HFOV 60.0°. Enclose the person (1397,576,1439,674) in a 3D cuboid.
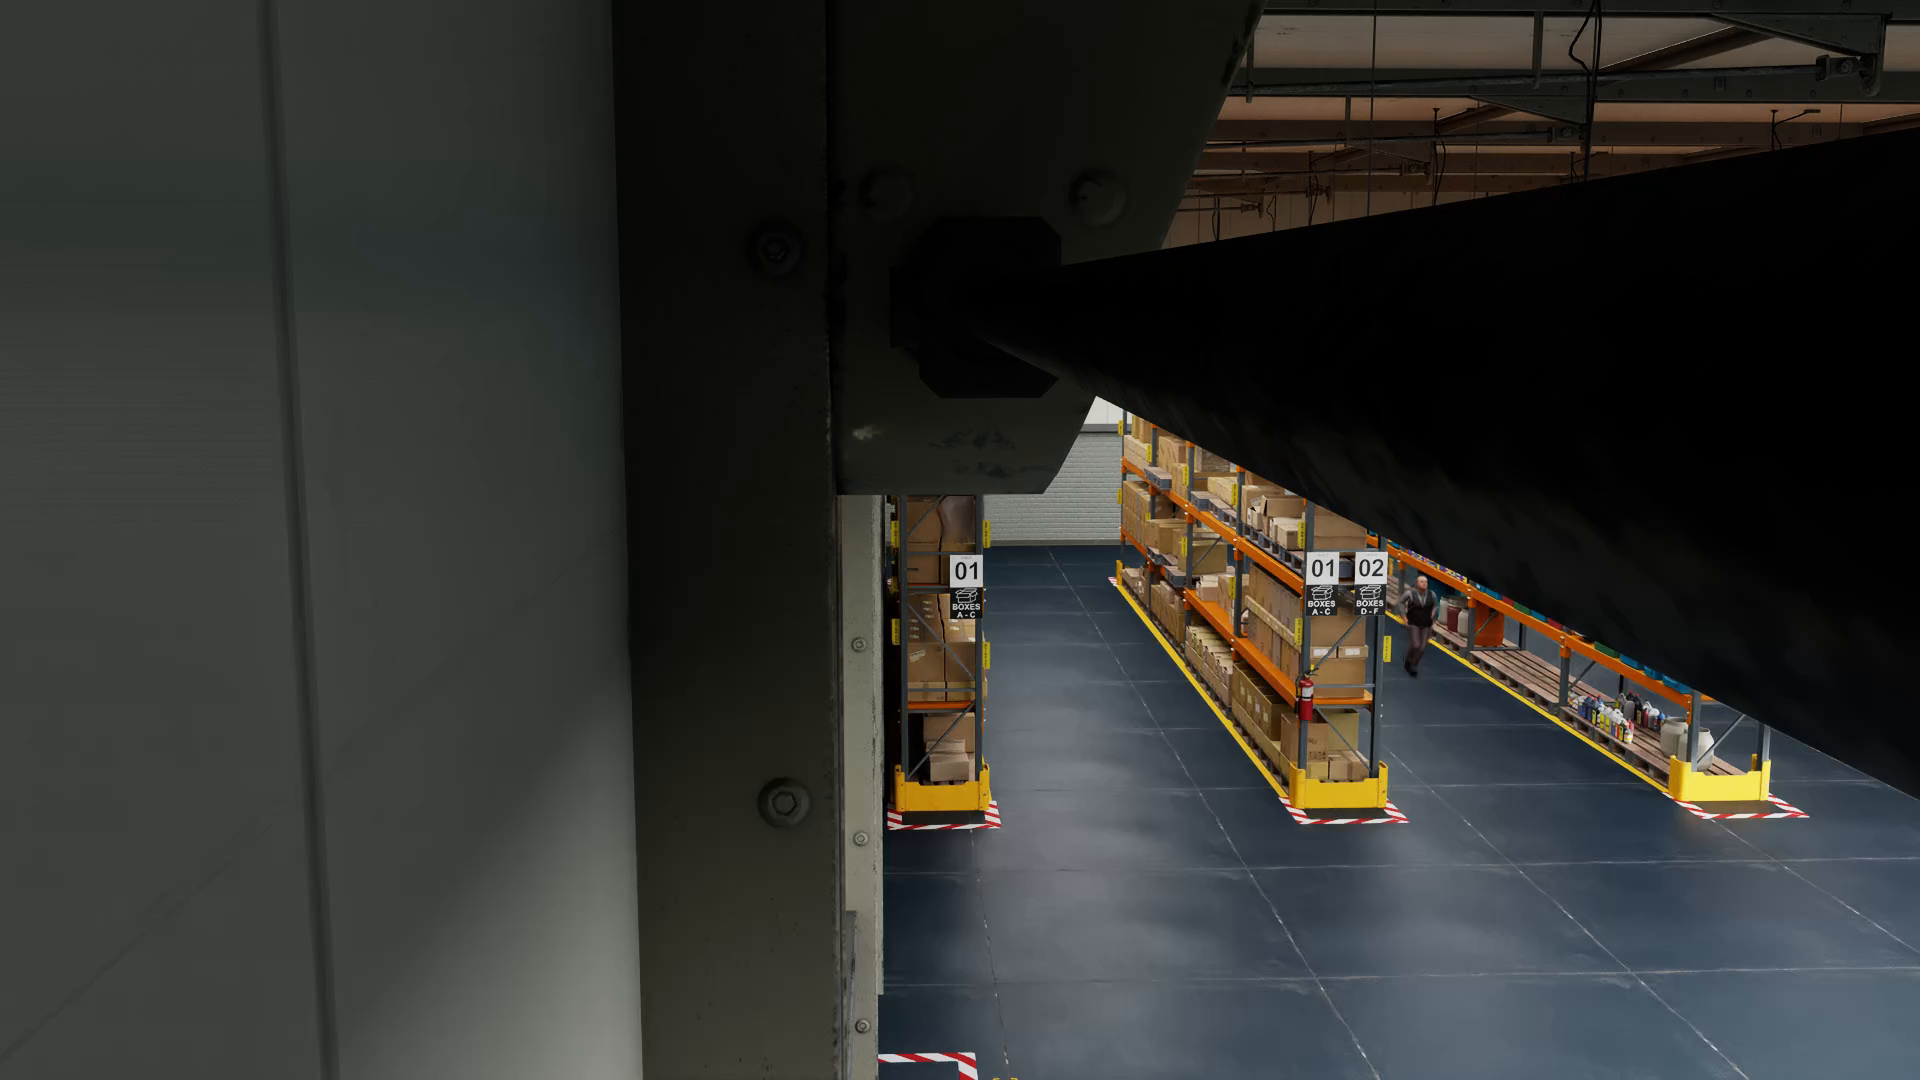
[{"bbox_3d":[7.638,1.429,27.633,0.660,1.679,0.639,-1,8,-4],"label":"person"}]
